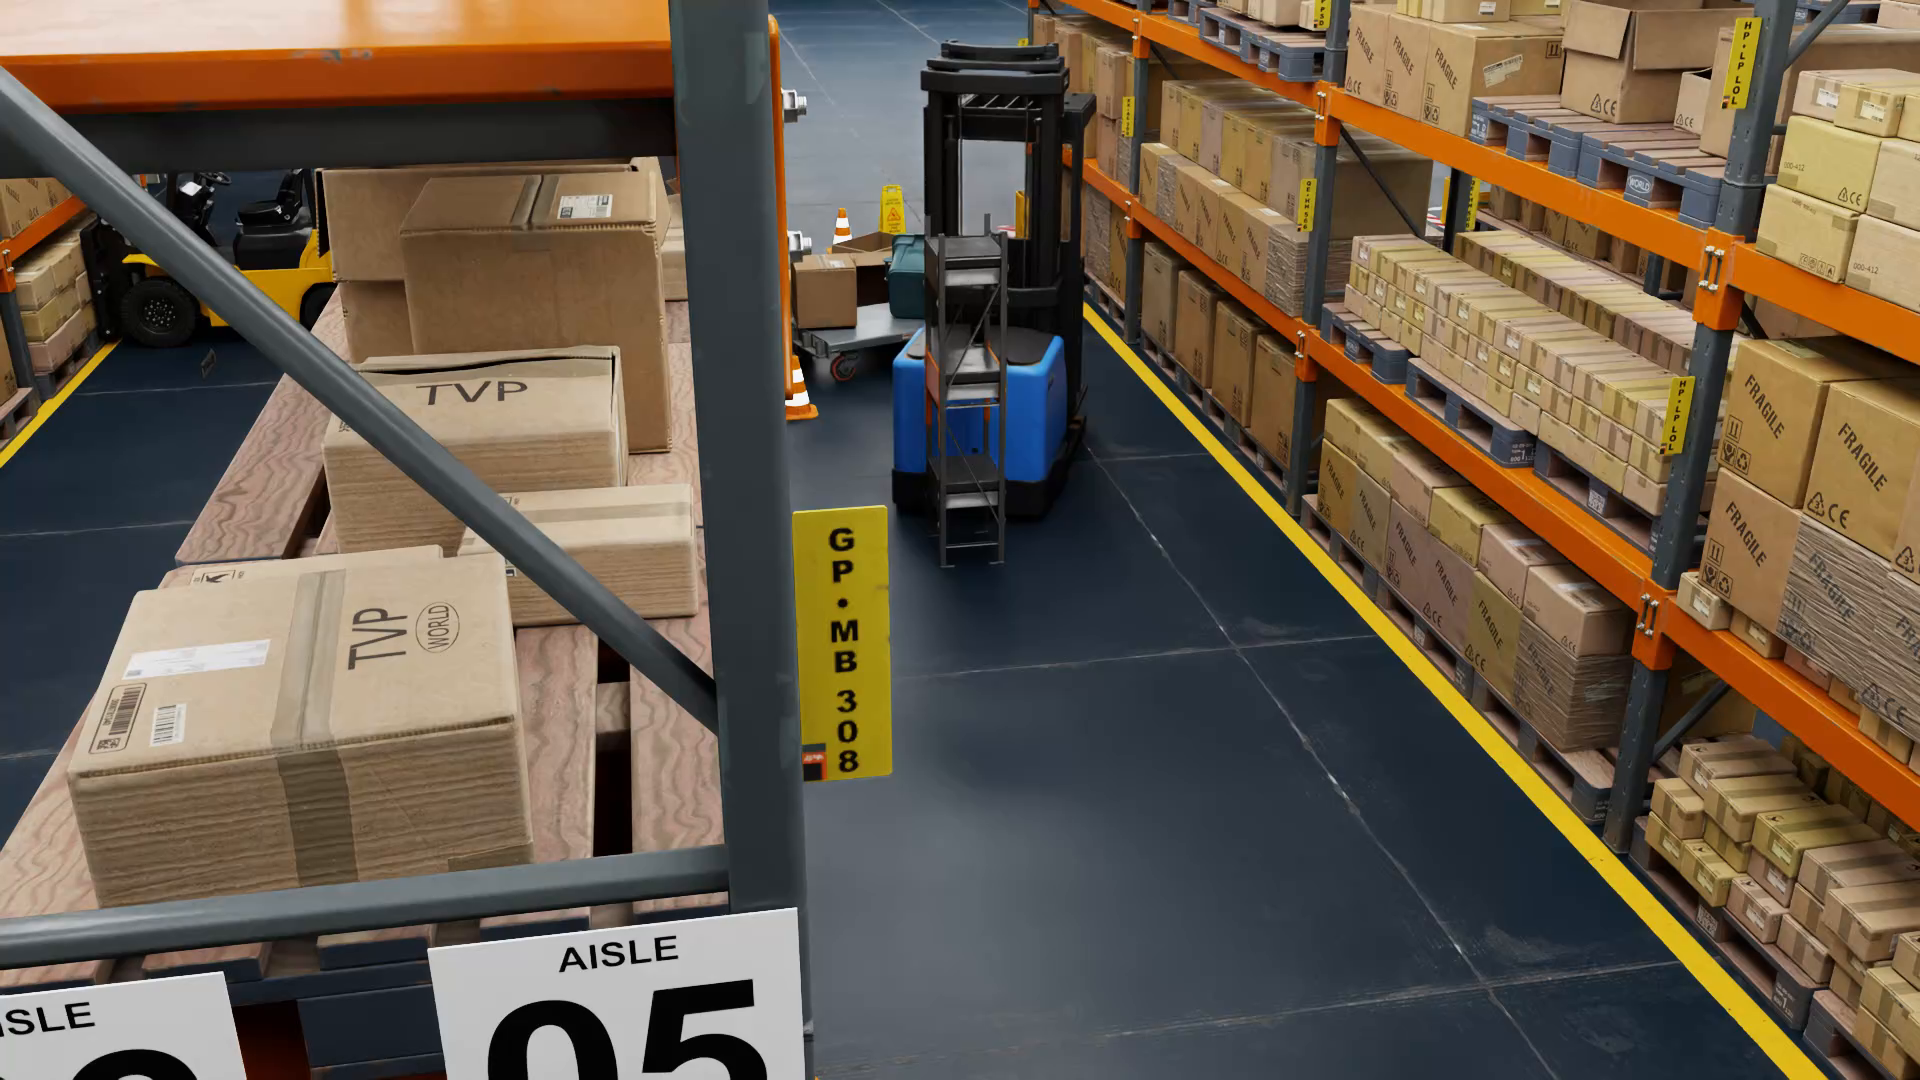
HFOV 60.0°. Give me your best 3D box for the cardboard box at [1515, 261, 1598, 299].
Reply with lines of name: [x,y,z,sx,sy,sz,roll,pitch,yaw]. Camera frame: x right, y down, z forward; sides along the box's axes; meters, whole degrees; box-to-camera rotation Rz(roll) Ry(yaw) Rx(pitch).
cardboard box: [3.382,-1.470,9.414,0.380,0.149,0.250,-4,24,-8]

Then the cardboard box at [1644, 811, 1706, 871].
cardboard box: [3.186,1.269,7.135,0.380,0.149,0.250,-5,24,-12]

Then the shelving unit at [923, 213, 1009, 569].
shelving unit: [0.031,-0.897,10.181,0.431,2.100,0.503,-4,24,-10]

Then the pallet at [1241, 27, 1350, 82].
pallet: [2.524,-3.123,10.641,1.213,0.211,1.003,-3,24,-7]

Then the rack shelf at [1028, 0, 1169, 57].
rack shelf: [1.585,-4.991,15.580,1.077,0.370,4.000,-4,24,-10]

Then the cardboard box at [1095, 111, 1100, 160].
cardboard box: [1.767,-3.808,15.533,0.875,0.550,0.550,-4,24,-10]

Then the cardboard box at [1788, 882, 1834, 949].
cardboard box: [3.450,1.424,6.407,0.380,0.149,0.250,-6,24,-12]

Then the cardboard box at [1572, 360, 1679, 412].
cardboard box: [3.072,-0.713,7.681,0.380,0.149,0.250,-5,24,-11]

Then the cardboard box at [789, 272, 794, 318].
cardboard box: [-1.752,-2.131,15.001,0.500,0.500,0.500,13,27,27]

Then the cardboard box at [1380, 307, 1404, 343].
cardboard box: [2.679,-1.260,9.677,0.380,0.149,0.250,-3,24,-7]

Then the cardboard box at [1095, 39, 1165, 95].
cardboard box: [1.740,-4.301,15.312,0.875,0.550,0.550,-4,24,-10]

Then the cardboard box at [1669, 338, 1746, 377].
cardboard box: [3.667,-0.860,8.017,0.380,0.149,0.250,-5,24,-10]

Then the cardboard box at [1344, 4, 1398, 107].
cardboard box: [2.539,-2.762,9.453,0.500,0.500,0.500,-4,24,-10]

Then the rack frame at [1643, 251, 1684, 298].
rack frame: [6.848,-3.486,14.985,1.000,3.000,0.127,-4,24,-10]

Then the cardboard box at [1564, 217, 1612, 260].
cardboard box: [6.508,-3.157,16.828,0.500,0.500,0.500,-6,24,-14]

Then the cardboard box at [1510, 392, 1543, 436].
cardboard box: [2.971,-0.639,8.255,0.380,0.149,0.250,-5,24,-12]

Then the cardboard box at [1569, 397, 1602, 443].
cardboard box: [3.074,-0.569,7.723,0.380,0.149,0.250,-3,24,-7]

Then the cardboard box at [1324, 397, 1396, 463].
cardboard box: [2.584,-0.687,10.237,0.500,0.250,0.500,-5,24,-12]

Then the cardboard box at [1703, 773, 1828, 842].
cardboard box: [3.287,1.093,6.794,0.380,0.149,0.250,-3,24,-7]

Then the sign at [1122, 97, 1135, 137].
sign: [1.410,-3.550,13.951,0.100,0.325,0.005,-4,24,-10]

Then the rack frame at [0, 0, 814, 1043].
rack frame: [-0.672,-0.782,1.297,1.000,3.000,0.127,-4,24,-10]

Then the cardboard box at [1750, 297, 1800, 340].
cardboard box: [7.114,-1.890,13.904,0.700,0.500,0.500,-6,24,-14]

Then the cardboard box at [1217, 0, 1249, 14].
cardboard box: [2.098,-3.907,11.426,0.500,0.500,0.500,-4,24,-10]

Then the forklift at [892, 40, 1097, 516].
forklift: [0.344,-2.062,11.810,1.130,2.935,3.031,5,24,11]

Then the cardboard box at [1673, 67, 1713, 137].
cardboard box: [3.478,-1.900,7.192,0.500,0.311,0.500,-5,24,-10]

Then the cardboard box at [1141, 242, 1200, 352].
cardboard box: [2.158,-2.083,14.058,1.050,0.750,0.750,-4,24,-10]

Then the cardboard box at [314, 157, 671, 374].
cardboard box: [-1.131,-0.738,4.166,0.797,0.503,0.637,-2,24,-6]

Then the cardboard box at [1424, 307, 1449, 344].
cardboard box: [2.784,-1.186,9.135,0.380,0.149,0.250,-4,24,-10]

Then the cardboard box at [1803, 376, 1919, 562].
cardboard box: [3.389,-0.254,5.839,0.500,0.500,0.500,-5,24,-11]

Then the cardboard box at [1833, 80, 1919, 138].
cardboard box: [3.268,-1.488,5.726,0.380,0.149,0.250,-5,24,-12]

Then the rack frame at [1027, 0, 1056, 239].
rack frame: [1.215,-4.732,17.838,1.000,3.000,0.127,-4,24,-10]

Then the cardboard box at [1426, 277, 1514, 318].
cardboard box: [2.783,-1.327,9.086,0.380,0.149,0.250,-3,24,-7]

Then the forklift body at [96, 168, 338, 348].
forklift body: [-6.364,-2.958,14.835,2.313,2.155,1.214,-4,24,-10]

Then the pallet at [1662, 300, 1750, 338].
pallet: [6.994,-1.902,14.842,1.003,0.211,1.213,-4,24,-10]

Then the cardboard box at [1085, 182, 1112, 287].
cardboard box: [1.737,-2.985,15.966,0.875,0.875,0.875,-4,24,-9]

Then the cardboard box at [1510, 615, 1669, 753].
cardboard box: [3.050,0.668,8.071,0.500,0.500,0.500,-5,24,-11]

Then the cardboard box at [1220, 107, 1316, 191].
cardboard box: [2.335,-2.868,12.196,0.700,0.500,0.500,-5,24,-10]

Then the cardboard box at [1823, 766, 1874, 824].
cardboard box: [3.842,1.047,6.898,0.380,0.149,0.250,-4,24,-9]

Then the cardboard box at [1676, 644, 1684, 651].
cardboard box: [3.557,0.287,8.007,0.500,0.250,0.500,-5,24,-12]

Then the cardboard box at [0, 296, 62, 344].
cardboard box: [-7.554,-1.759,13.315,0.500,0.250,0.500,-4,24,-10]

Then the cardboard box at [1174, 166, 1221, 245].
cardboard box: [1.972,-2.583,12.791,0.500,0.500,0.500,-4,24,-10]

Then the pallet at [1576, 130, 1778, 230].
pallet: [3.425,-1.552,7.042,1.213,0.211,1.003,-4,24,-10]

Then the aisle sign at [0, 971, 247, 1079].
aisle sign: [-0.963,0.827,1.860,0.394,0.787,0.004,-4,24,-10]

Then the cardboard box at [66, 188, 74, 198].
cardboard box: [-7.873,-3.226,14.263,0.500,0.500,0.500,-4,24,-9]

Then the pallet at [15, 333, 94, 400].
pallet: [-7.874,-1.422,13.742,1.003,0.211,1.213,-4,24,-10]

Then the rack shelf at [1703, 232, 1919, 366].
rack shelf: [3.804,-0.271,4.773,1.077,0.370,4.000,-4,24,-10]

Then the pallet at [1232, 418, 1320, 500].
pallet: [2.623,-0.623,11.914,1.003,0.211,1.213,-4,24,-10]

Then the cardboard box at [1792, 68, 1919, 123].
cardboard box: [3.250,-1.598,5.977,0.380,0.149,0.250,-5,24,-11]

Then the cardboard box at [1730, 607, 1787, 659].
cardboard box: [3.286,0.335,6.550,0.380,0.149,0.250,-4,24,-8]

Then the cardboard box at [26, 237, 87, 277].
cardboard box: [-7.737,-2.385,14.124,0.500,0.250,0.500,-3,24,-8]
